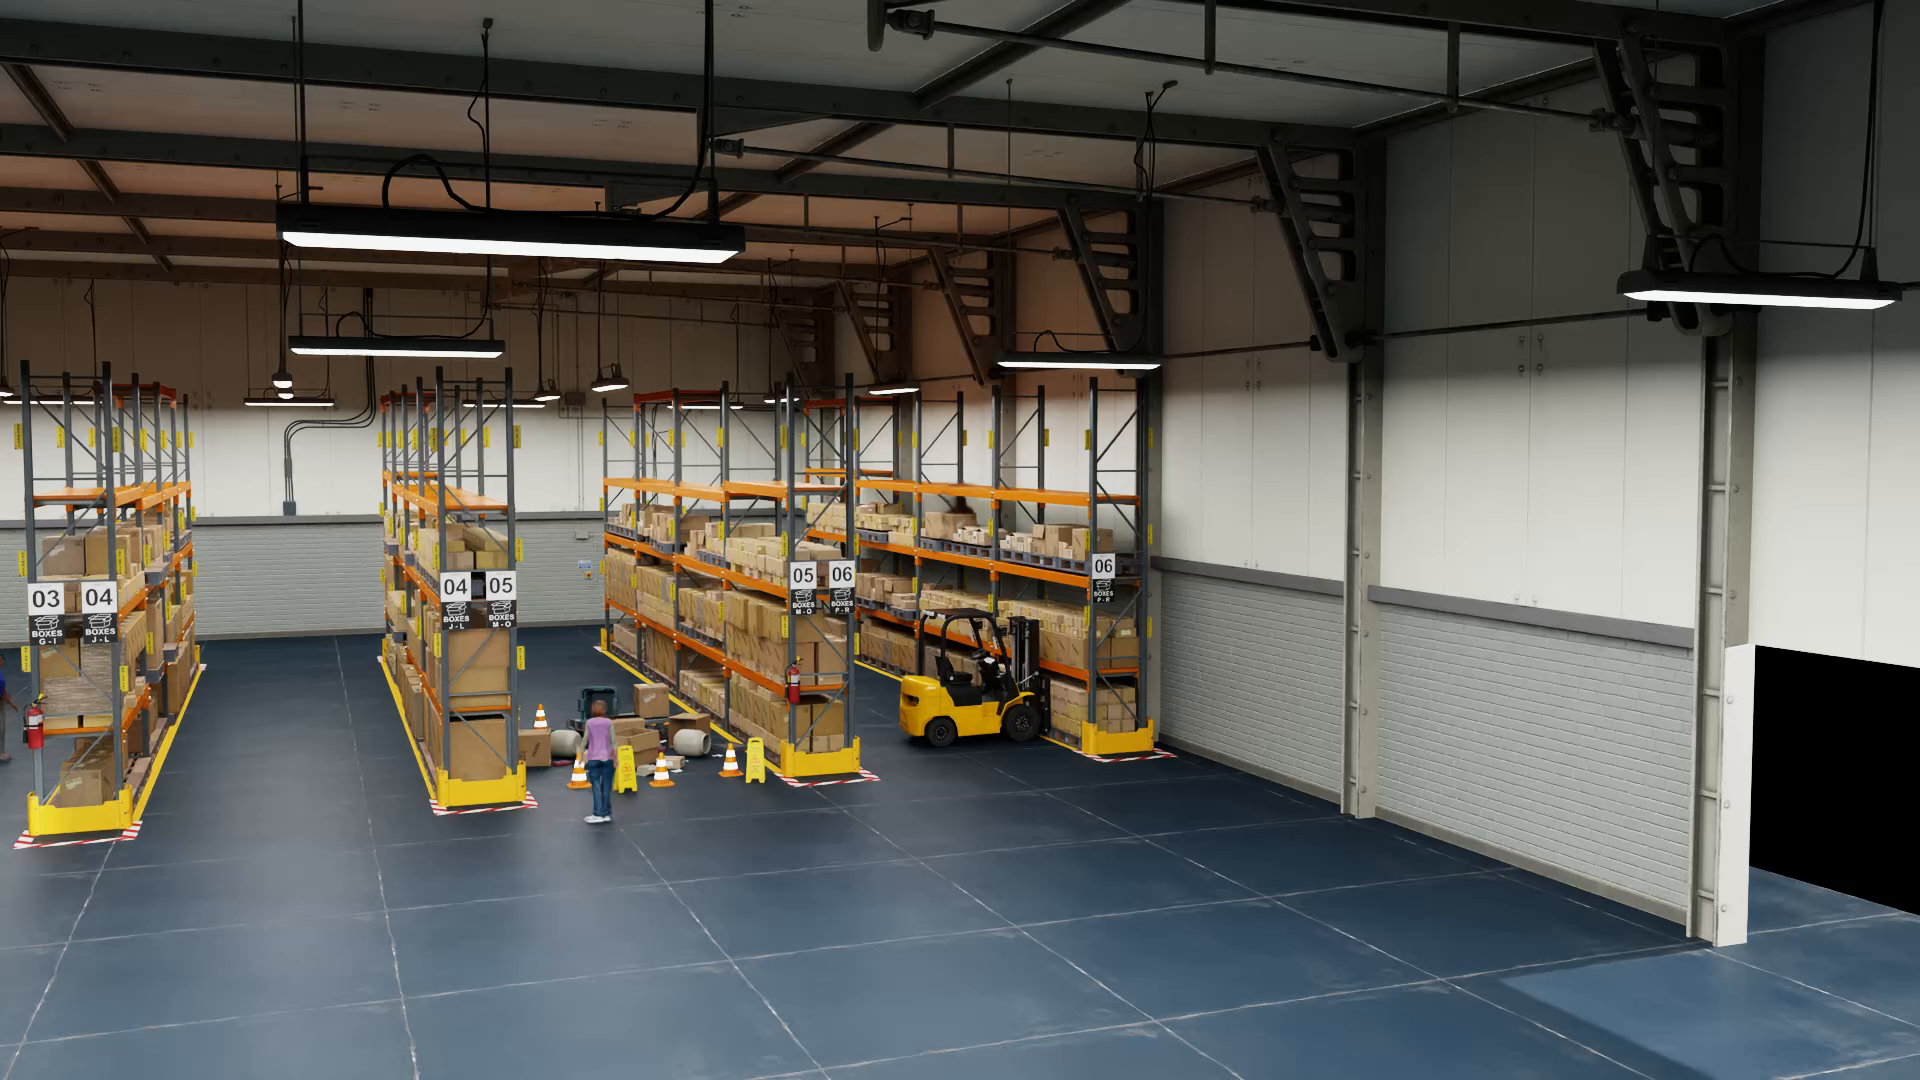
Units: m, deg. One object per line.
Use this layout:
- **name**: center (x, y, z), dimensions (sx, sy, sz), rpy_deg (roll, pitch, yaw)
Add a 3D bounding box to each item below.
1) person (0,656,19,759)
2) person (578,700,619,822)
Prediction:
- **person**: center (-15.125, 2.626, 26.029), dimensions (0.405, 1.646, 0.615), rpy_deg (1, 4, 12)
- **person**: center (-4.727, 2.896, 21.757), dimensions (0.533, 1.620, 0.332), rpy_deg (-1, 3, -10)
